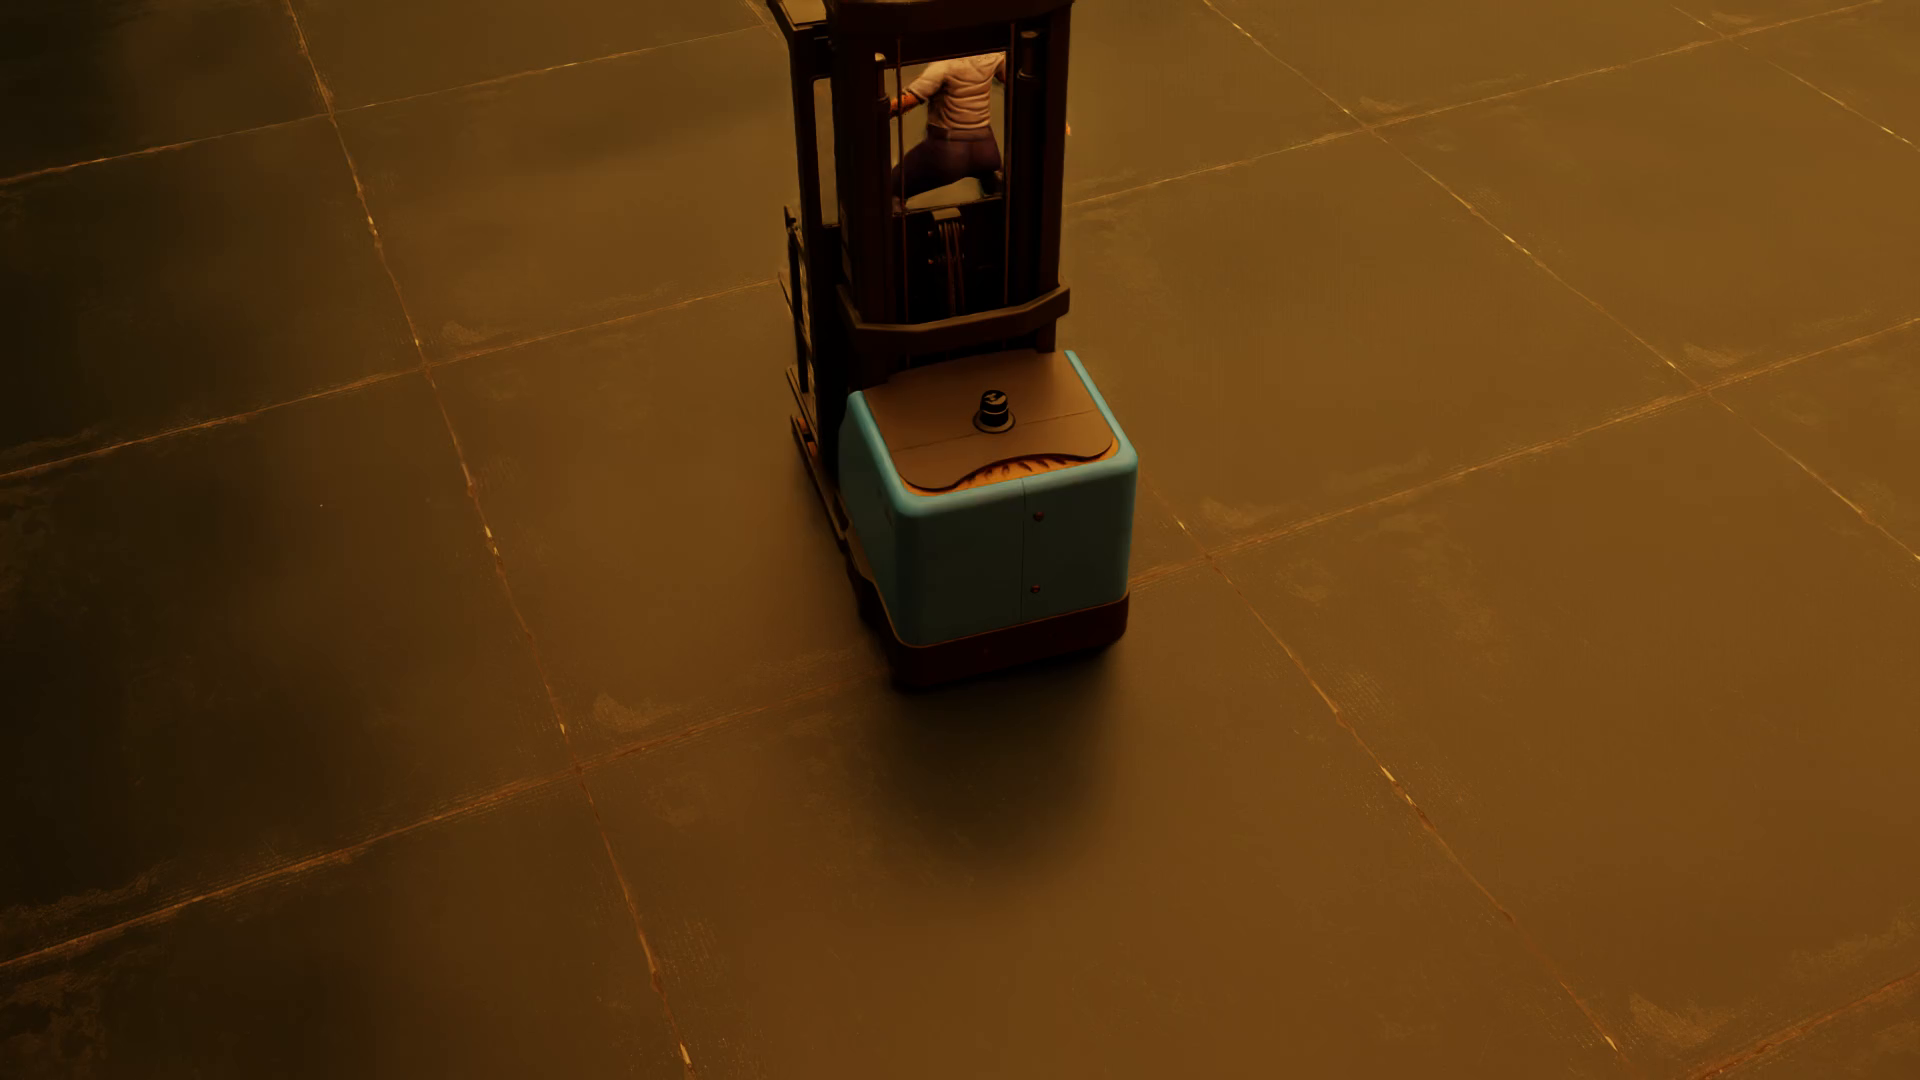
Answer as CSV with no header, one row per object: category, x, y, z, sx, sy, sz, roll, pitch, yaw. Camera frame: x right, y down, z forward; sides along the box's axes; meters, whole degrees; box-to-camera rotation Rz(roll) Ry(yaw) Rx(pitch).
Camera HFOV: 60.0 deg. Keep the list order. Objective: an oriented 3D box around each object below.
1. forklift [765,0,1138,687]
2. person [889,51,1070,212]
forklift,-0.205,-1.470,7.256,1.130,2.935,3.031,-12,44,-13
person,0.017,-2.136,9.010,1.125,1.573,0.530,-19,46,-19
